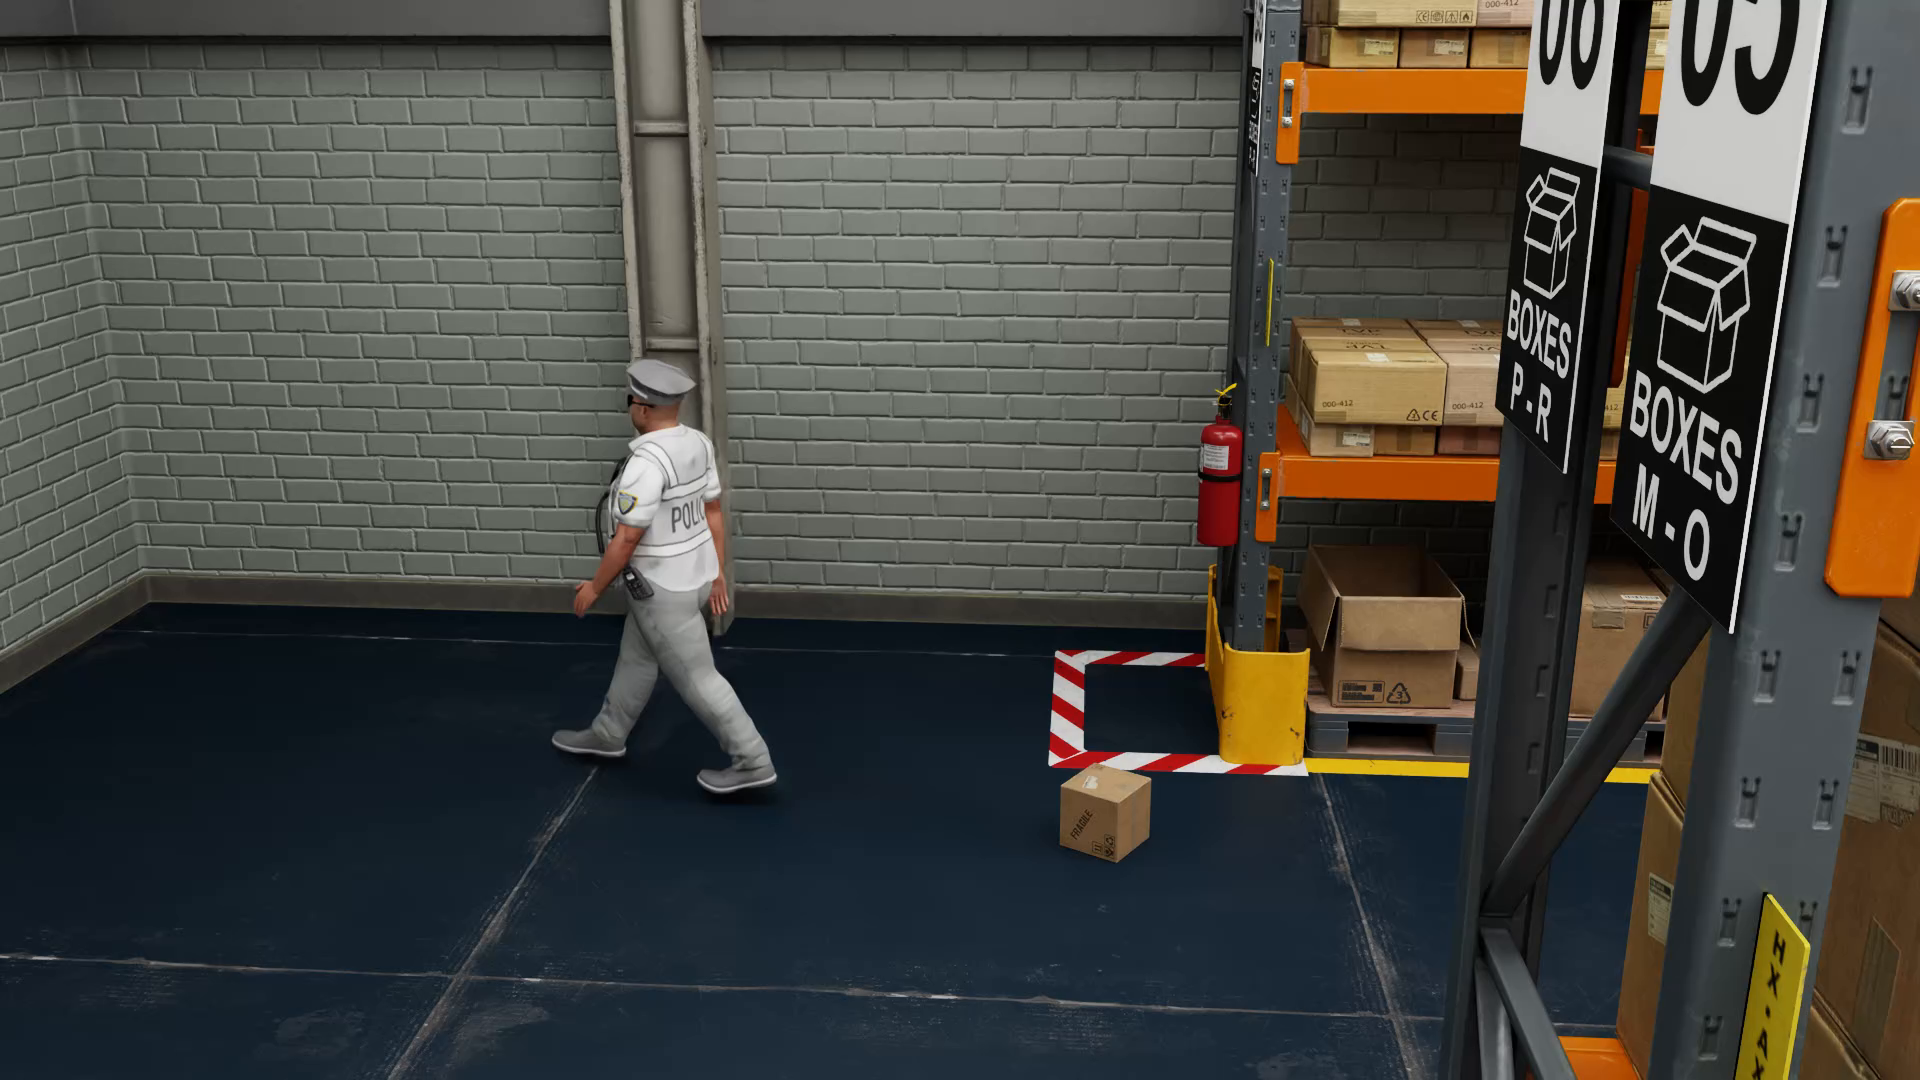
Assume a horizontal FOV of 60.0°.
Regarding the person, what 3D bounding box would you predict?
[{"bbox_3d":[-1.233,0.134,6.529,1.051,1.701,0.547,4,18,14],"label":"person"}]
